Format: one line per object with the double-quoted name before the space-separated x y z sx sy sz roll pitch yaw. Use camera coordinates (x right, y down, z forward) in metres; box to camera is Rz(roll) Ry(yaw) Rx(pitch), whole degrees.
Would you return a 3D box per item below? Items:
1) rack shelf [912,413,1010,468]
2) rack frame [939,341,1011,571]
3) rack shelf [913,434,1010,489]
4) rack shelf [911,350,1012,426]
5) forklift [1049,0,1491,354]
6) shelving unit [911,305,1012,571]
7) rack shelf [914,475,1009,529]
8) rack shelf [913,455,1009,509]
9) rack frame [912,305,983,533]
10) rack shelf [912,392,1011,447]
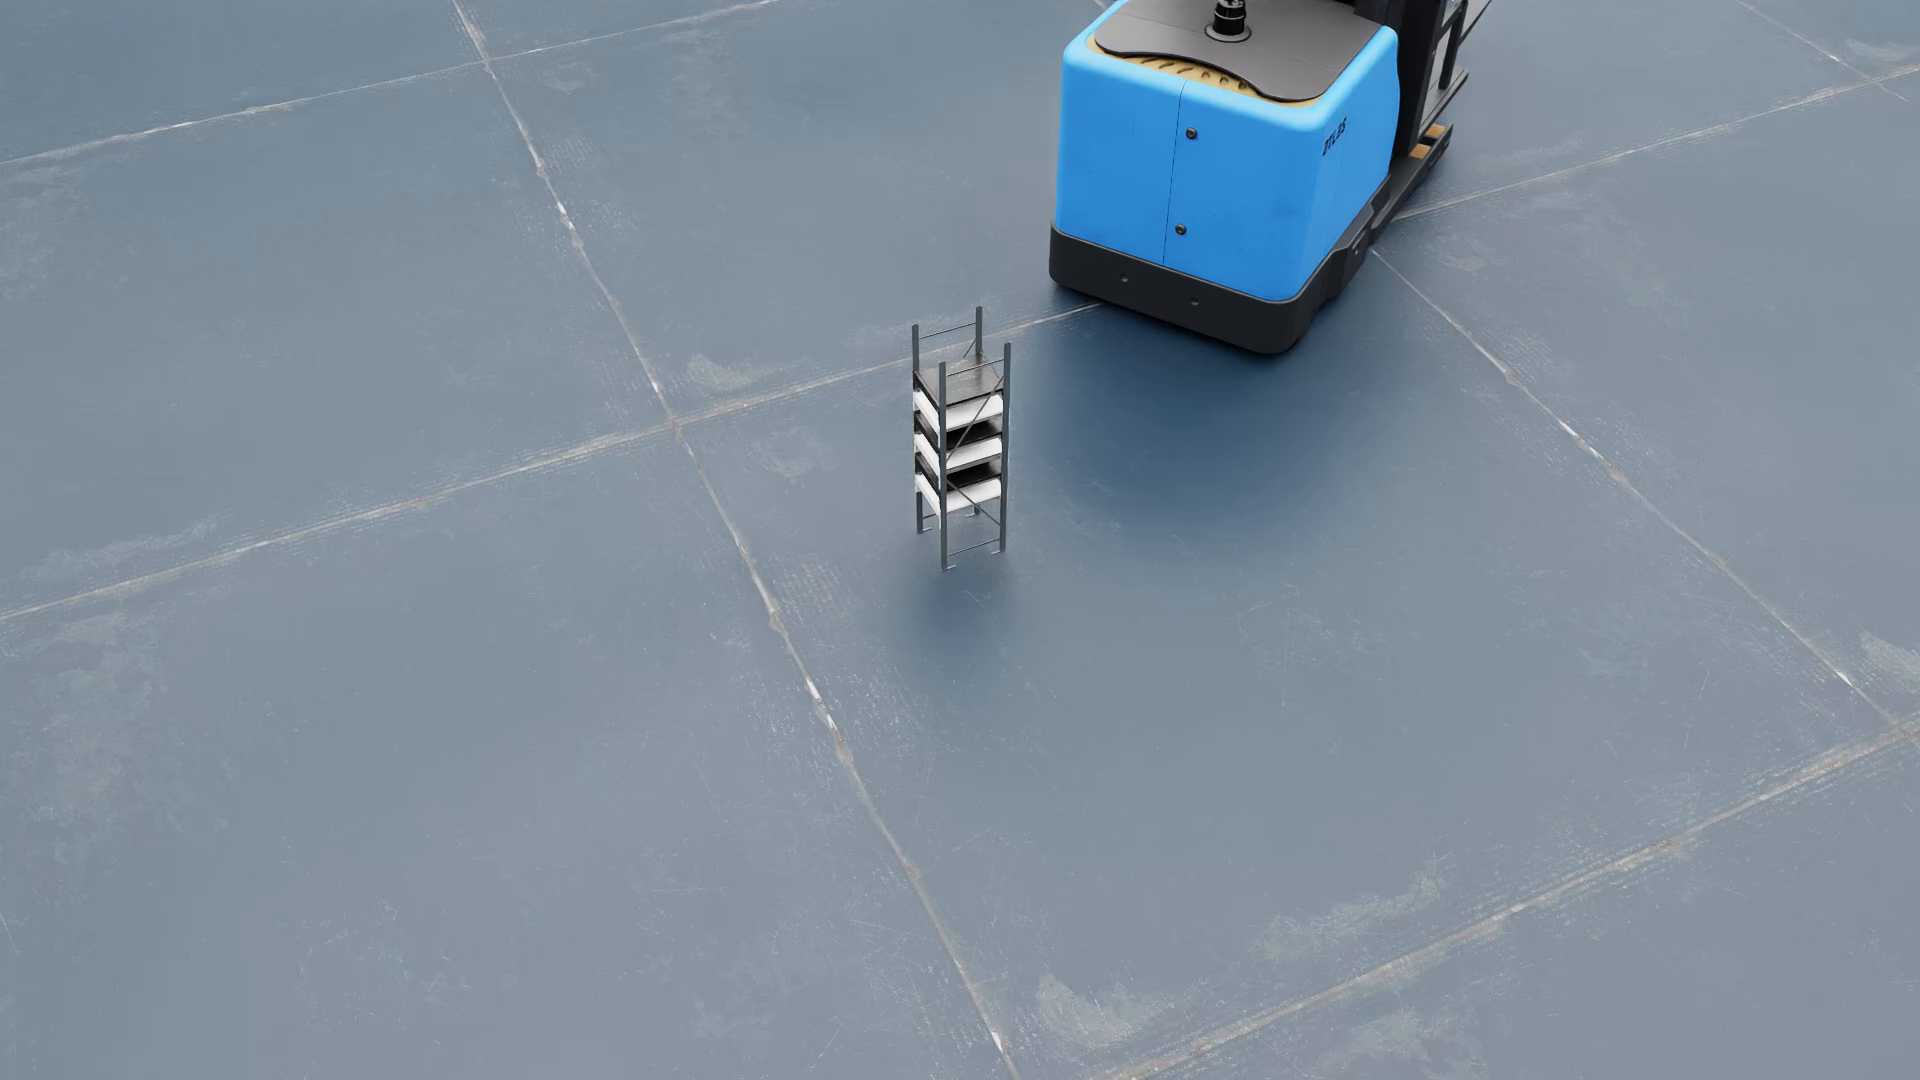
"rack shelf" 0.003 -0.355 5.389 0.258 0.077 0.200 -18 47 -17
"rack frame" 0.046 -0.250 5.363 0.240 0.900 0.006 -18 47 -17
"rack shelf" 0.003 -0.291 5.452 0.258 0.077 0.200 -18 47 -17
"rack shelf" 0.003 -0.484 5.262 0.258 0.077 0.200 -18 47 -17
"forklift" 1.546 -2.778 6.479 1.130 2.935 3.031 23 49 21
"shelving unit" 0.003 -0.315 5.429 0.258 0.900 0.210 -18 47 -17
"rack shelf" 0.003 -0.163 5.579 0.258 0.077 0.200 -18 47 -17
"rack shelf" 0.003 -0.227 5.515 0.258 0.077 0.200 -18 47 -17
"rack frame" -0.039 -0.380 5.494 0.240 0.900 0.006 -18 47 -17
"rack shelf" 0.003 -0.420 5.326 0.258 0.077 0.200 -18 47 -17
